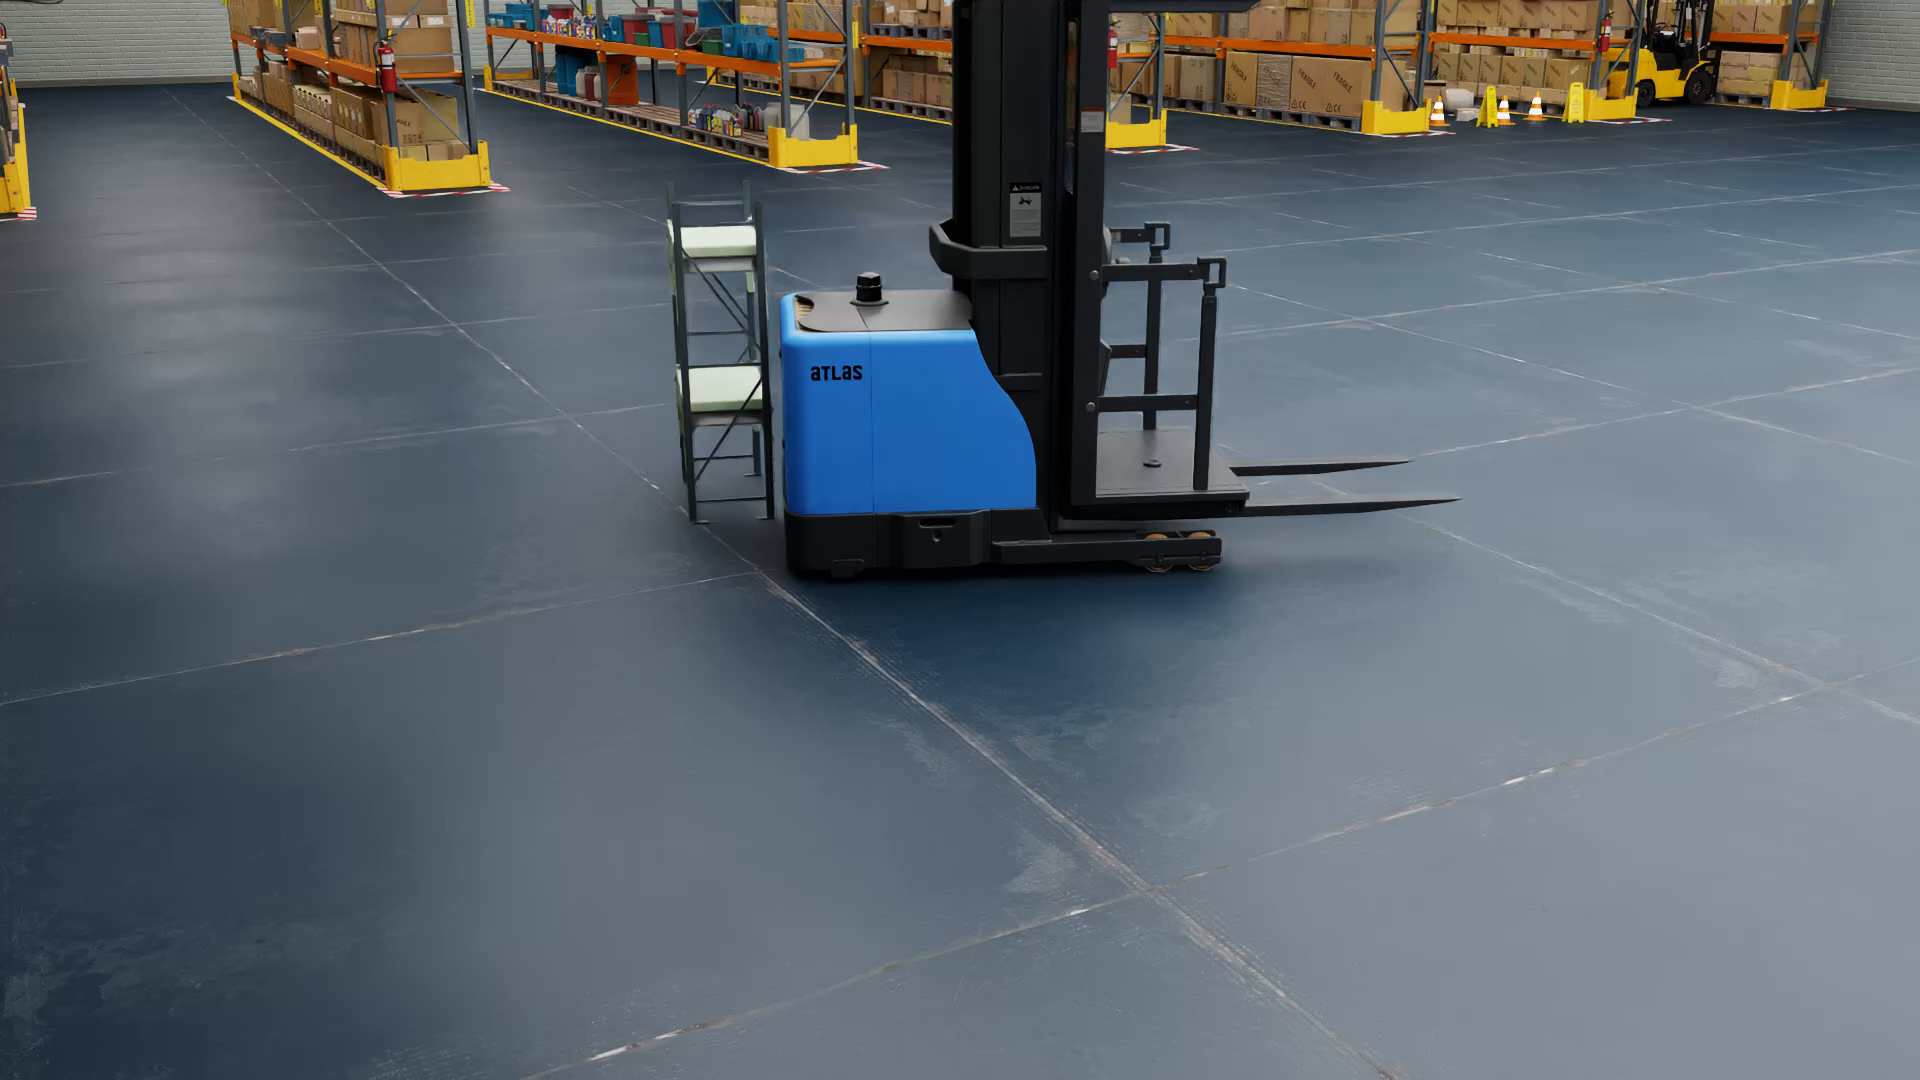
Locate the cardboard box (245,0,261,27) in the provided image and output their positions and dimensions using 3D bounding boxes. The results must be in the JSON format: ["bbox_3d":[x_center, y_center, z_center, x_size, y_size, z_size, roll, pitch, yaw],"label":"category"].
[{"bbox_3d":[-11.900,-9.162,28.786,0.500,0.500,0.700,16,25,39],"label":"cardboard box"}]

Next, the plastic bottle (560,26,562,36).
[{"bbox_3d":[-7.211,-9.264,30.183,0.097,0.201,0.097,0,19,0],"label":"plastic bottle"}]

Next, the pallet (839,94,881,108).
[{"bbox_3d":[-1.616,-8.391,31.626,1.003,0.211,1.213,-10,21,-27],"label":"pallet"}]

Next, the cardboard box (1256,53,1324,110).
[{"bbox_3d":[5.673,-7.807,28.272,0.875,0.875,0.875,-10,21,-26],"label":"cardboard box"}]

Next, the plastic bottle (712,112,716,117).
[{"bbox_3d":[-3.557,-6.088,24.184,0.097,0.271,0.097,0,19,0],"label":"plastic bottle"}]

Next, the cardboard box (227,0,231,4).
[{"bbox_3d":[-13.848,-10.586,32.026,0.500,0.500,0.500,-9,21,-25],"label":"cardboard box"}]

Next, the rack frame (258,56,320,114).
[{"bbox_3d":[-11.928,-9.086,29.366,1.000,3.000,0.127,-10,21,-27],"label":"rack frame"}]

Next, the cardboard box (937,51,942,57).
[{"bbox_3d":[-0.310,-11.225,38.379,0.380,0.149,0.250,-11,22,-29],"label":"cardboard box"}]

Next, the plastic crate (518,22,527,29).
[{"bbox_3d":[-8.335,-10.031,32.432,0.437,0.125,0.590,-10,21,-27],"label":"plastic crate"}]

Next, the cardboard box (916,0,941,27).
[{"bbox_3d":[-0.313,-9.054,28.469,0.797,0.503,0.637,-8,20,-21],"label":"cardboard box"}]

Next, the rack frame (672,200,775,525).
[{"bbox_3d":[-1.080,-0.798,7.645,0.400,1.500,0.023,-4,19,-11],"label":"rack frame"}]

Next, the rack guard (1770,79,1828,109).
[{"bbox_3d":[15.590,-8.291,30.894,1.175,0.500,0.348,-10,21,-27],"label":"rack guard"}]

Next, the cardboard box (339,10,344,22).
[{"bbox_3d":[-7.928,-6.891,21.855,0.380,0.149,0.250,-11,22,-28],"label":"cardboard box"}]

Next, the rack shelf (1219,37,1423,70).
[{"bbox_3d":[5.954,-8.148,27.750,1.077,0.370,4.000,-10,21,-27],"label":"rack shelf"}]

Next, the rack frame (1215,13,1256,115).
[{"bbox_3d":[5.004,-9.063,29.296,1.000,3.000,0.127,-10,21,-27],"label":"rack frame"}]

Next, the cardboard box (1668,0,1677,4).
[{"bbox_3d":[14.047,-10.547,32.452,0.380,0.149,0.250,-10,22,-27],"label":"cardboard box"}]

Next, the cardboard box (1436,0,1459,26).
[{"bbox_3d":[9.276,-9.877,31.046,0.500,0.500,0.500,-10,21,-27],"label":"cardboard box"}]

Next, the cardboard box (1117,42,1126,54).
[{"bbox_3d":[2.174,-7.106,24.012,0.380,0.149,0.250,-10,21,-27],"label":"cardboard box"}]

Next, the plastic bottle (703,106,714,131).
[{"bbox_3d":[-3.660,-6.162,24.276,0.144,0.351,0.185,-11,22,-29],"label":"plastic bottle"}]

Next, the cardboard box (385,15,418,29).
[{"bbox_3d":[-6.579,-6.076,19.493,0.380,0.149,0.250,-10,22,-28],"label":"cardboard box"}]

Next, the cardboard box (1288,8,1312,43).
[{"bbox_3d":[5.964,-8.565,27.625,0.875,0.550,0.500,-10,21,-27],"label":"cardboard box"}]

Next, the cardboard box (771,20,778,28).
[{"bbox_3d":[-3.641,-10.538,33.957,0.380,0.149,0.250,-10,21,-26],"label":"cardboard box"}]

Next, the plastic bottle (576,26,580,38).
[{"bbox_3d":[-6.707,-8.958,29.299,0.097,0.201,0.097,0,19,0],"label":"plastic bottle"}]

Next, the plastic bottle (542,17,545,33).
[{"bbox_3d":[-7.768,-9.626,31.109,0.061,0.283,0.133,-10,21,-27],"label":"plastic bottle"}]

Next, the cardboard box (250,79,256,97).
[{"bbox_3d":[-12.804,-8.358,30.703,0.500,0.311,0.500,-10,21,-27],"label":"cardboard box"}]

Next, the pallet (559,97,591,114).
[{"bbox_3d":[-6.654,-7.956,30.364,1.003,0.211,1.213,-10,21,-27],"label":"pallet"}]

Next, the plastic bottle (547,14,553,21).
[{"bbox_3d":[-7.666,-9.667,31.122,0.144,0.351,0.185,-10,21,-27],"label":"plastic bottle"}]

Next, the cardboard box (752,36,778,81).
[{"bbox_3d":[-3.878,-10.274,35.421,0.875,0.875,0.875,-10,21,-27],"label":"cardboard box"}]

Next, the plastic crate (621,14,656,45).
[{"bbox_3d":[-5.169,-8.223,26.766,0.402,0.464,0.583,-10,21,-27],"label":"plastic crate"}]

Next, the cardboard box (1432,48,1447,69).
[{"bbox_3d":[11.161,-11.027,38.177,0.500,0.500,0.500,-10,22,-27],"label":"cardboard box"}]

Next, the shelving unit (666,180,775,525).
[{"bbox_3d":[-1.153,-0.915,7.984,0.431,1.500,0.755,-4,19,-11],"label":"shelving unit"}]

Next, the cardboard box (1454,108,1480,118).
[{"bbox_3d":[8.812,-7.426,28.923,0.380,0.149,0.250,1,19,2],"label":"cardboard box"}]

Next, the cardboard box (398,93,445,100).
[{"bbox_3d":[-6.776,-5.368,21.012,0.500,0.500,0.500,-10,21,-27],"label":"cardboard box"}]

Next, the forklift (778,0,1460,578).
[{"bbox_3d":[0.714,-1.412,7.231,3.031,2.935,1.130,-2,19,-6],"label":"forklift"}]

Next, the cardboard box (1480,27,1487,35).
[{"bbox_3d":[9.739,-9.315,30.414,0.380,0.149,0.250,-10,21,-27],"label":"cardboard box"}]

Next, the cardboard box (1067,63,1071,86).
[{"bbox_3d":[2.319,-9.526,33.827,0.500,0.500,0.500,-9,21,-24],"label":"cardboard box"}]

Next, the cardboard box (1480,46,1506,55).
[{"bbox_3d":[9.738,-8.938,30.362,0.380,0.149,0.250,-9,21,-24],"label":"cardboard box"}]

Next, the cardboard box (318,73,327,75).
[{"bbox_3d":[-11.214,-7.872,29.005,0.500,0.500,0.500,-10,21,-26],"label":"cardboard box"}]

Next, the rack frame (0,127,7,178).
[{"bbox_3d":[-10.587,-4.873,17.156,1.000,3.000,0.127,-10,21,-27],"label":"rack frame"}]

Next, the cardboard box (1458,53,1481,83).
[{"bbox_3d":[9.620,-8.748,30.808,0.500,0.500,0.500,-9,21,-24],"label":"cardboard box"}]

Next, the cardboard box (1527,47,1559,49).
[{"bbox_3d":[12.701,-10.292,35.855,0.875,0.625,0.625,-11,22,-29],"label":"cardboard box"}]

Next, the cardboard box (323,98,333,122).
[{"bbox_3d":[-8.573,-6.026,23.207,0.500,0.311,0.500,-10,21,-27],"label":"cardboard box"}]

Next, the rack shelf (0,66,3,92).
[{"bbox_3d":[-13.436,-6.256,22.265,1.077,0.370,4.000,-10,21,-27],"label":"rack shelf"}]

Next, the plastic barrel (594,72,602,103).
[{"bbox_3d":[-6.261,-8.013,29.425,0.421,0.512,0.421,0,19,0],"label":"plastic barrel"}]

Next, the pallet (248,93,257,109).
[{"bbox_3d":[-12.836,-8.316,31.409,1.003,0.211,1.213,-10,21,-27],"label":"pallet"}]

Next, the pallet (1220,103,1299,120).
[{"bbox_3d":[5.296,-7.514,29.083,1.003,0.211,1.213,-10,21,-27],"label":"pallet"}]

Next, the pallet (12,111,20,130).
[{"bbox_3d":[-15.853,-6.790,26.986,1.003,0.211,1.213,-10,21,-27],"label":"pallet"}]

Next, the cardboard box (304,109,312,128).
[{"bbox_3d":[-9.546,-6.349,25.003,0.500,0.250,0.500,-11,22,-28],"label":"cardboard box"}]

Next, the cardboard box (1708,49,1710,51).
[{"bbox_3d":[14.355,-9.371,32.228,0.500,0.250,0.500,-10,22,-28],"label":"cardboard box"}]

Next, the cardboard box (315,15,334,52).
[{"bbox_3d":[-9.217,-7.506,24.633,0.500,0.500,0.500,-11,22,-30],"label":"cardboard box"}]

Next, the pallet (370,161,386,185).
[{"bbox_3d":[-6.629,-4.537,20.455,1.003,0.211,1.213,-10,21,-27],"label":"pallet"}]

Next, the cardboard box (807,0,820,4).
[{"bbox_3d":[-2.581,-10.760,32.526,0.797,0.503,0.637,-10,21,-26],"label":"cardboard box"}]
